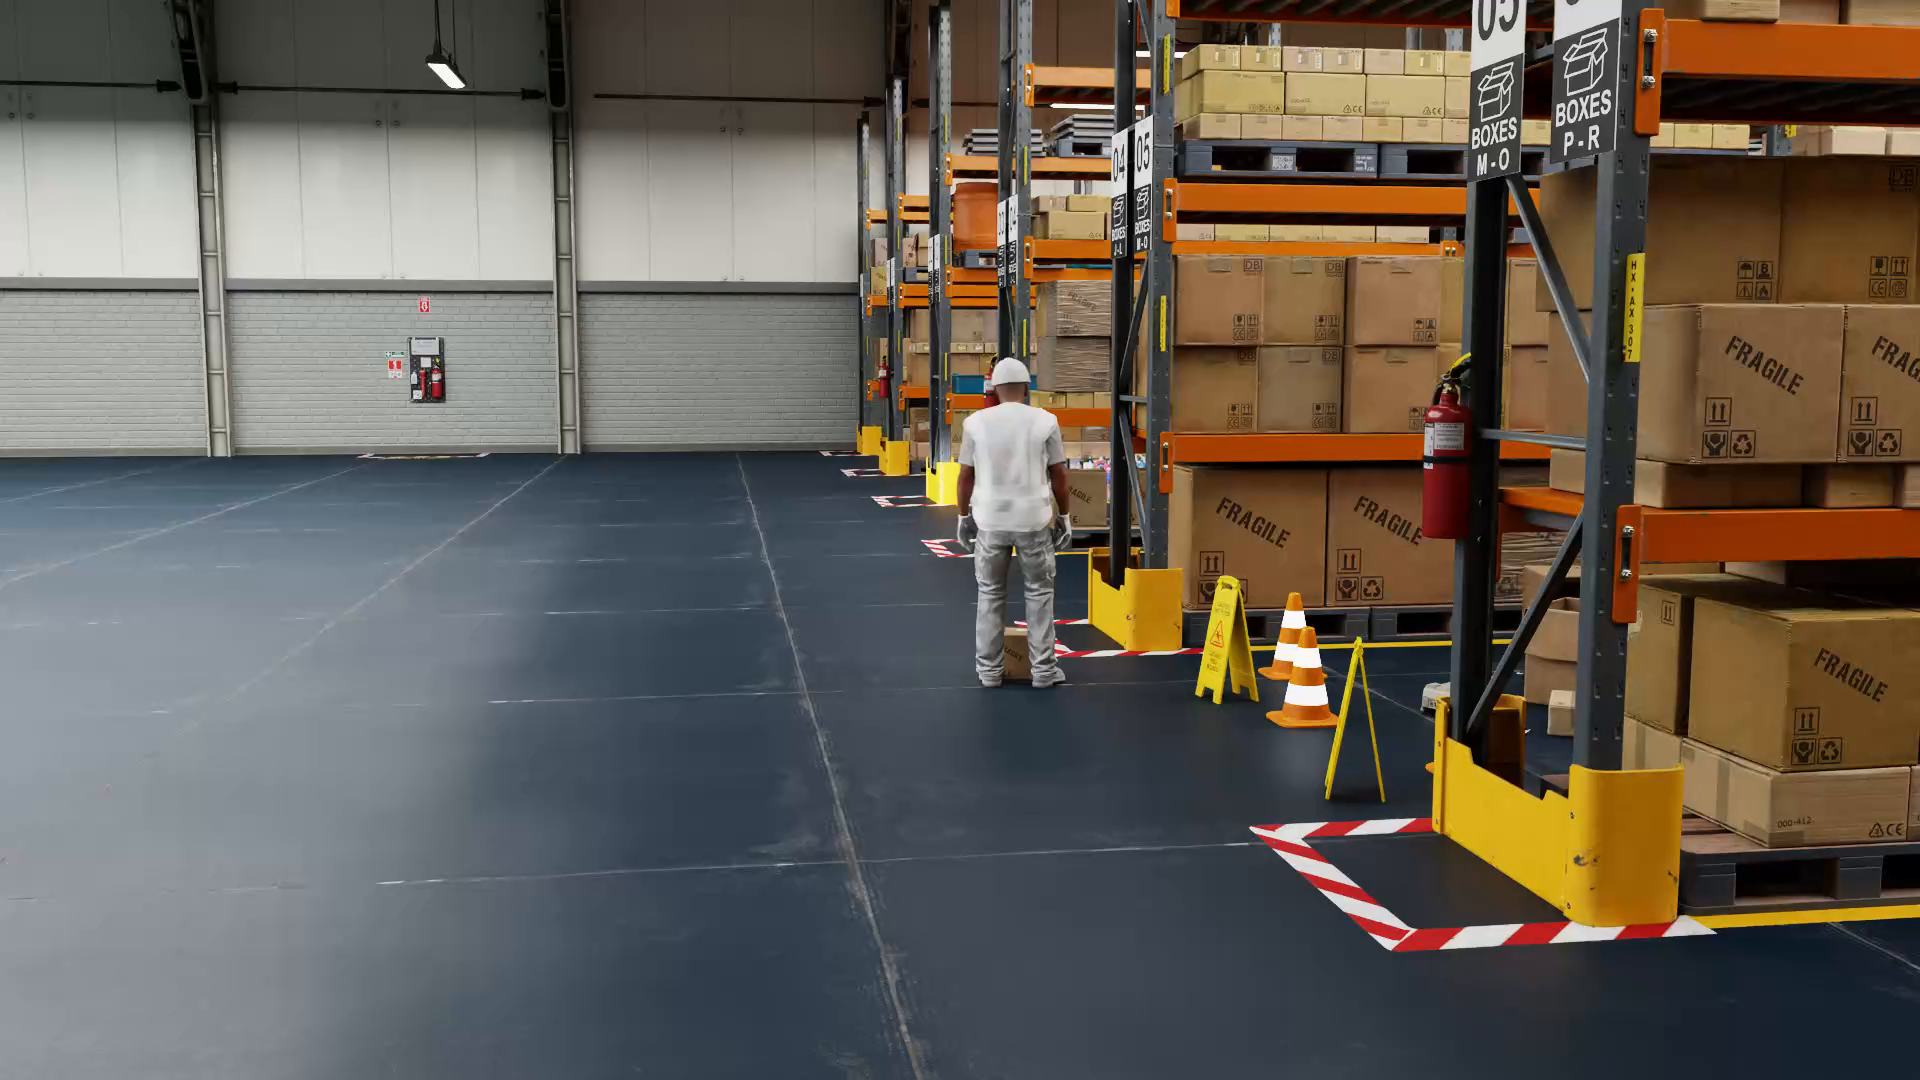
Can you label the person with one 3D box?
[{"bbox_3d":[0.292,-0.094,9.000,0.620,1.773,0.448,1,6,7],"label":"person"}]
